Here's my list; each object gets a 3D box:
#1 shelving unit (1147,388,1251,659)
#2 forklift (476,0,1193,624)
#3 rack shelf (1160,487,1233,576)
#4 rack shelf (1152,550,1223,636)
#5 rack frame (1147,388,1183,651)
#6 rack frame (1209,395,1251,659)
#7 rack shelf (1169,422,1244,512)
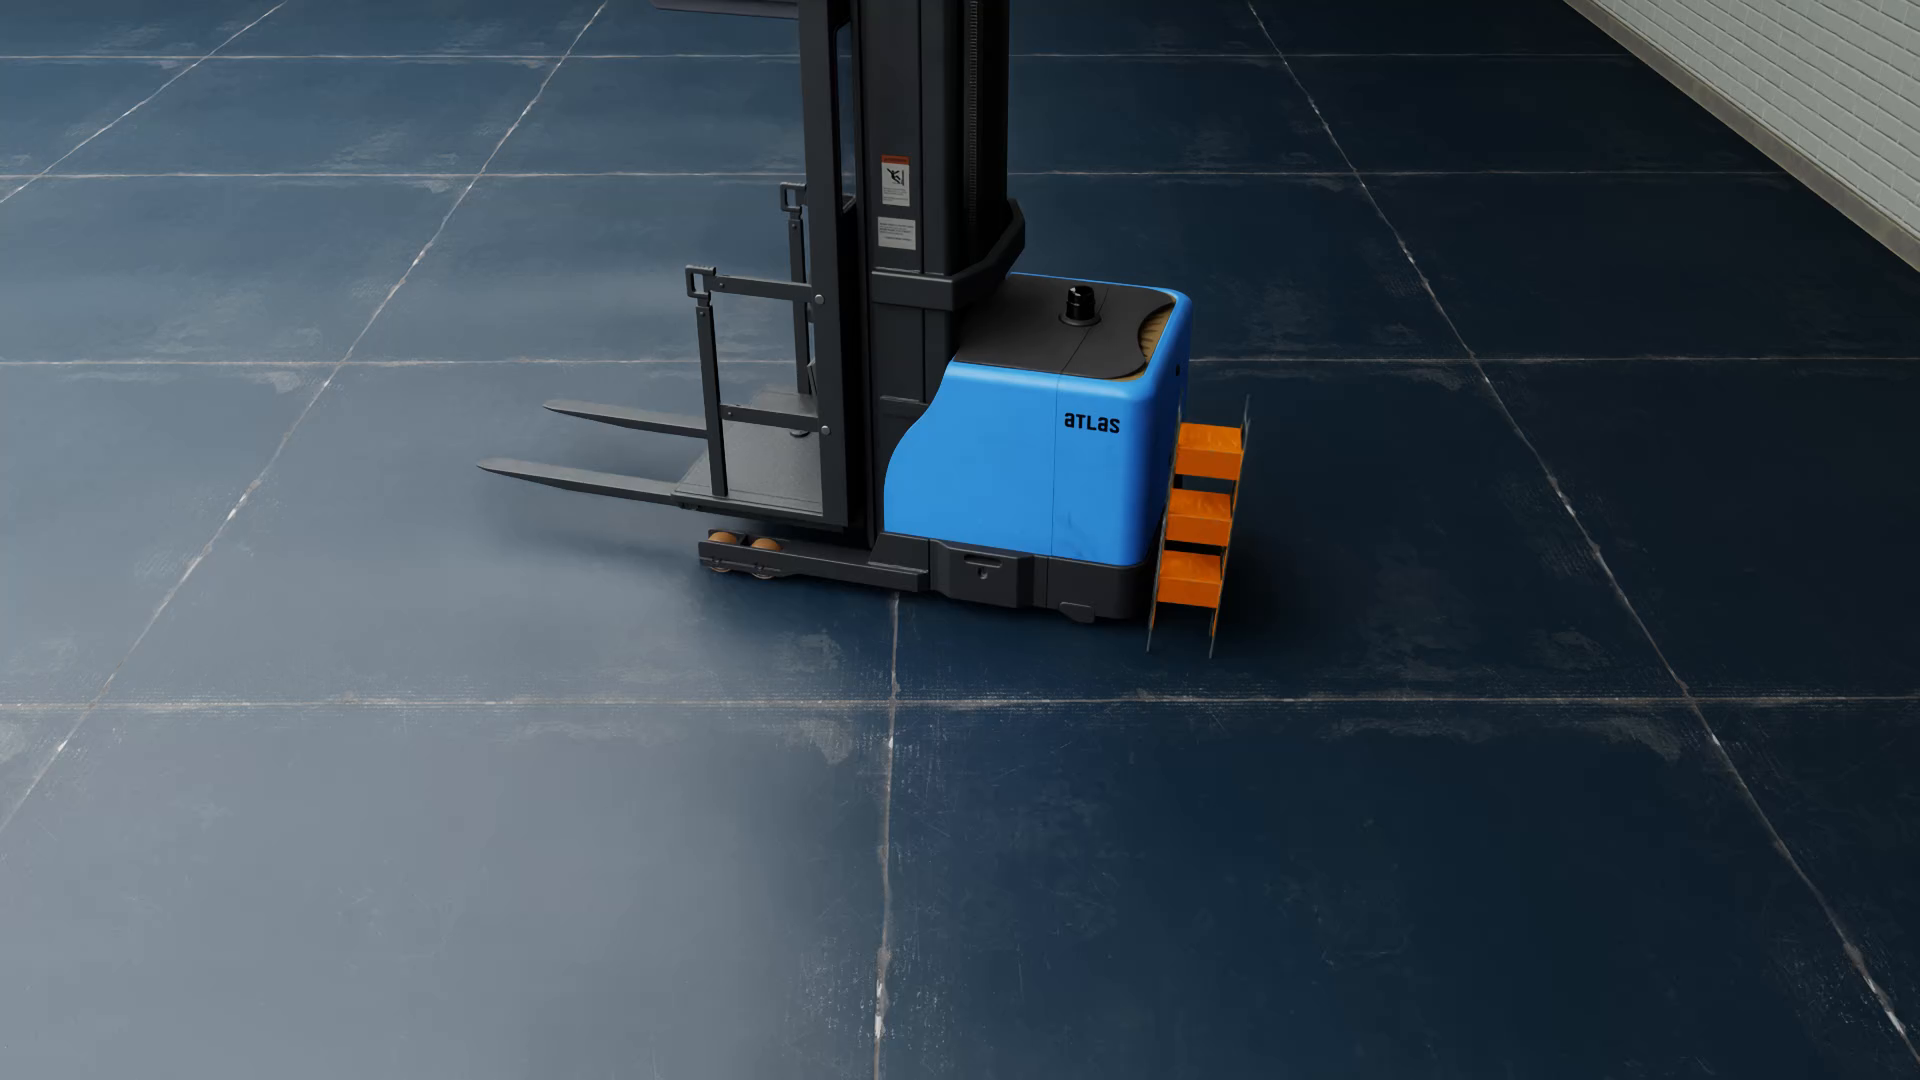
[{"bbox_3d":[0.897,-0.049,6.306,0.252,1.050,0.215,6,32,4],"label":"shelving unit"},{"bbox_3d":[-0.599,-1.343,6.637,3.031,2.935,1.130,8,32,14],"label":"forklift"},{"bbox_3d":[0.896,-0.040,6.311,0.240,0.259,0.215,6,32,4],"label":"rack shelf"},{"bbox_3d":[0.881,0.197,6.457,0.240,0.259,0.215,6,32,4],"label":"rack shelf"},{"bbox_3d":[0.776,-0.062,6.315,0.008,1.050,0.200,6,32,4],"label":"rack frame"},{"bbox_3d":[1.018,-0.035,6.296,0.008,1.050,0.200,6,32,4],"label":"rack frame"},{"bbox_3d":[0.912,-0.281,6.163,0.240,0.259,0.215,6,32,4],"label":"rack shelf"}]
